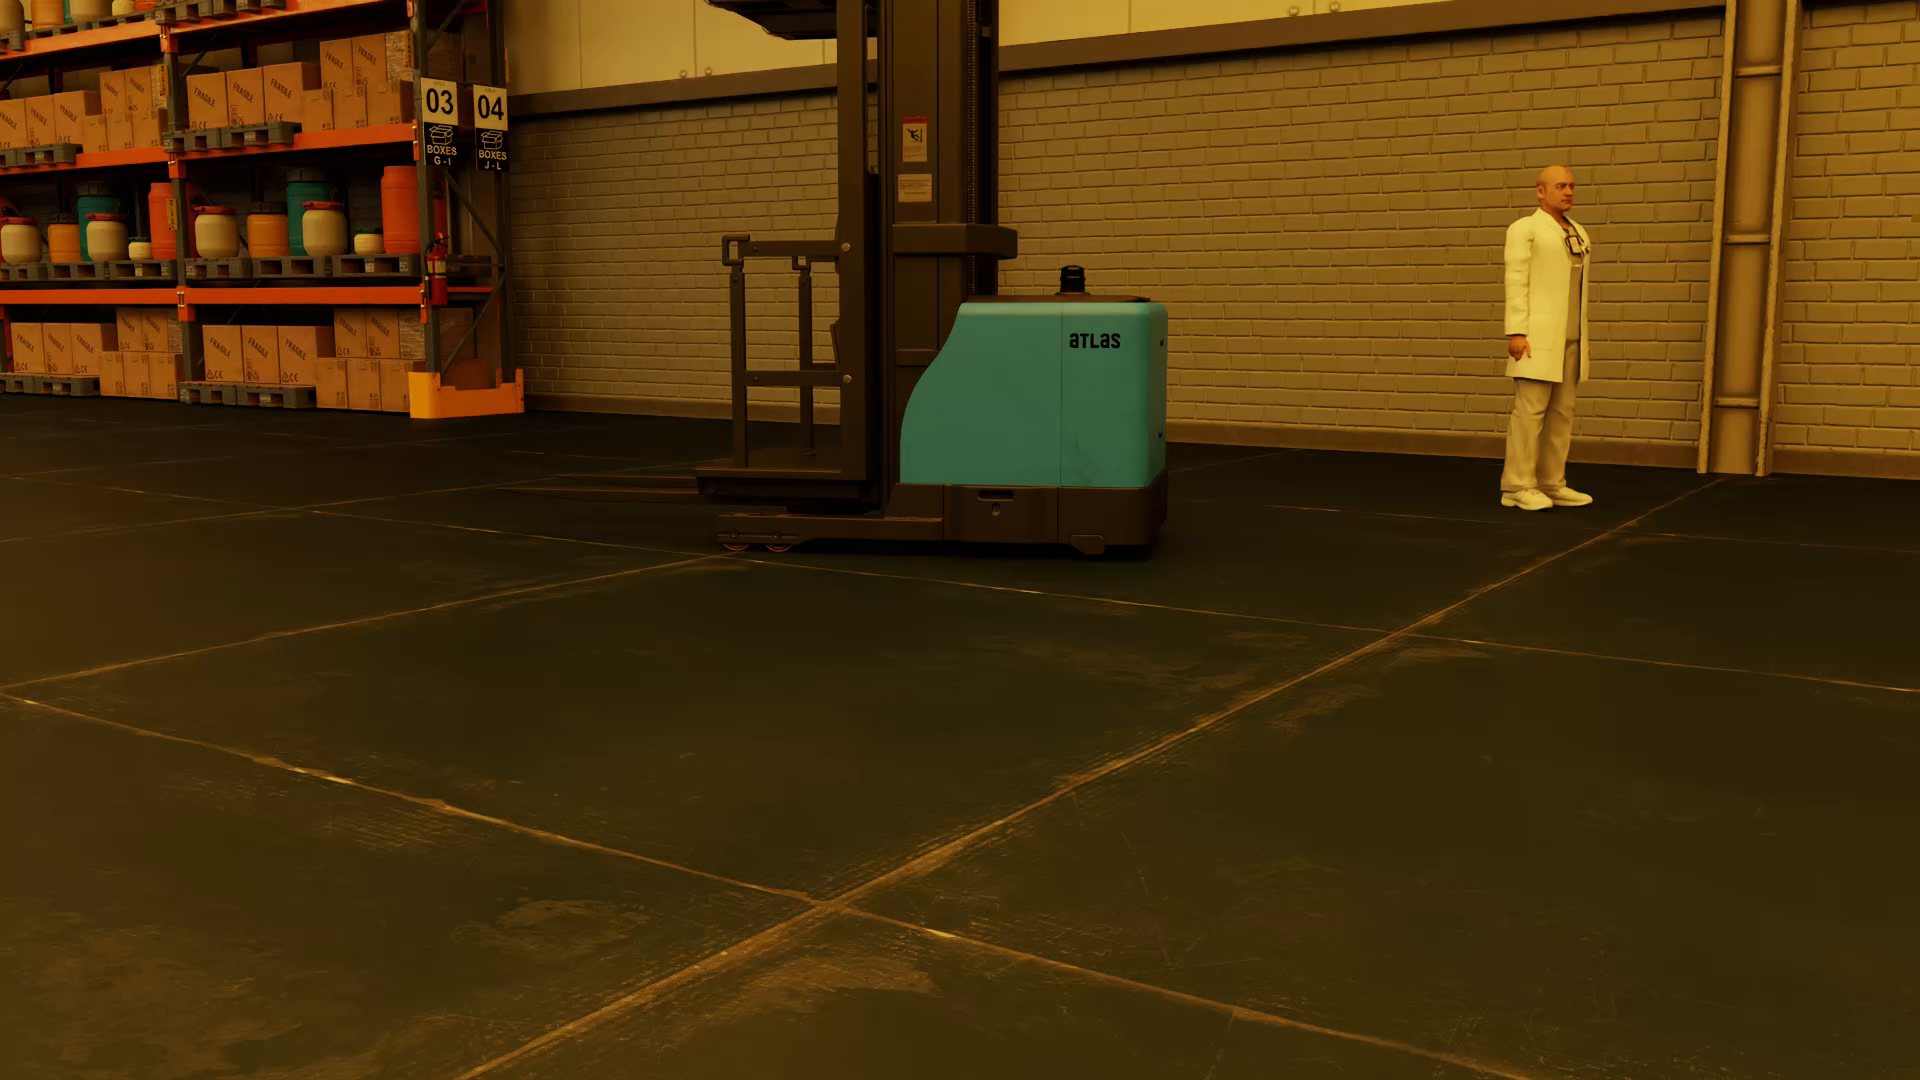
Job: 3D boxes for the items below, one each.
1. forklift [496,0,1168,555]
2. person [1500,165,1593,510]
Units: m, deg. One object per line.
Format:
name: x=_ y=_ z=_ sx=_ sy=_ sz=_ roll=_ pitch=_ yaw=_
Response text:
forklift: x=-0.596 y=-1.469 z=7.520 sx=3.031 sy=2.935 sz=1.130 roll=2 pitch=8 yaw=12
person: x=3.123 y=-1.062 z=8.742 sx=0.580 sy=1.783 sz=0.387 roll=-5 pitch=10 yaw=-32
